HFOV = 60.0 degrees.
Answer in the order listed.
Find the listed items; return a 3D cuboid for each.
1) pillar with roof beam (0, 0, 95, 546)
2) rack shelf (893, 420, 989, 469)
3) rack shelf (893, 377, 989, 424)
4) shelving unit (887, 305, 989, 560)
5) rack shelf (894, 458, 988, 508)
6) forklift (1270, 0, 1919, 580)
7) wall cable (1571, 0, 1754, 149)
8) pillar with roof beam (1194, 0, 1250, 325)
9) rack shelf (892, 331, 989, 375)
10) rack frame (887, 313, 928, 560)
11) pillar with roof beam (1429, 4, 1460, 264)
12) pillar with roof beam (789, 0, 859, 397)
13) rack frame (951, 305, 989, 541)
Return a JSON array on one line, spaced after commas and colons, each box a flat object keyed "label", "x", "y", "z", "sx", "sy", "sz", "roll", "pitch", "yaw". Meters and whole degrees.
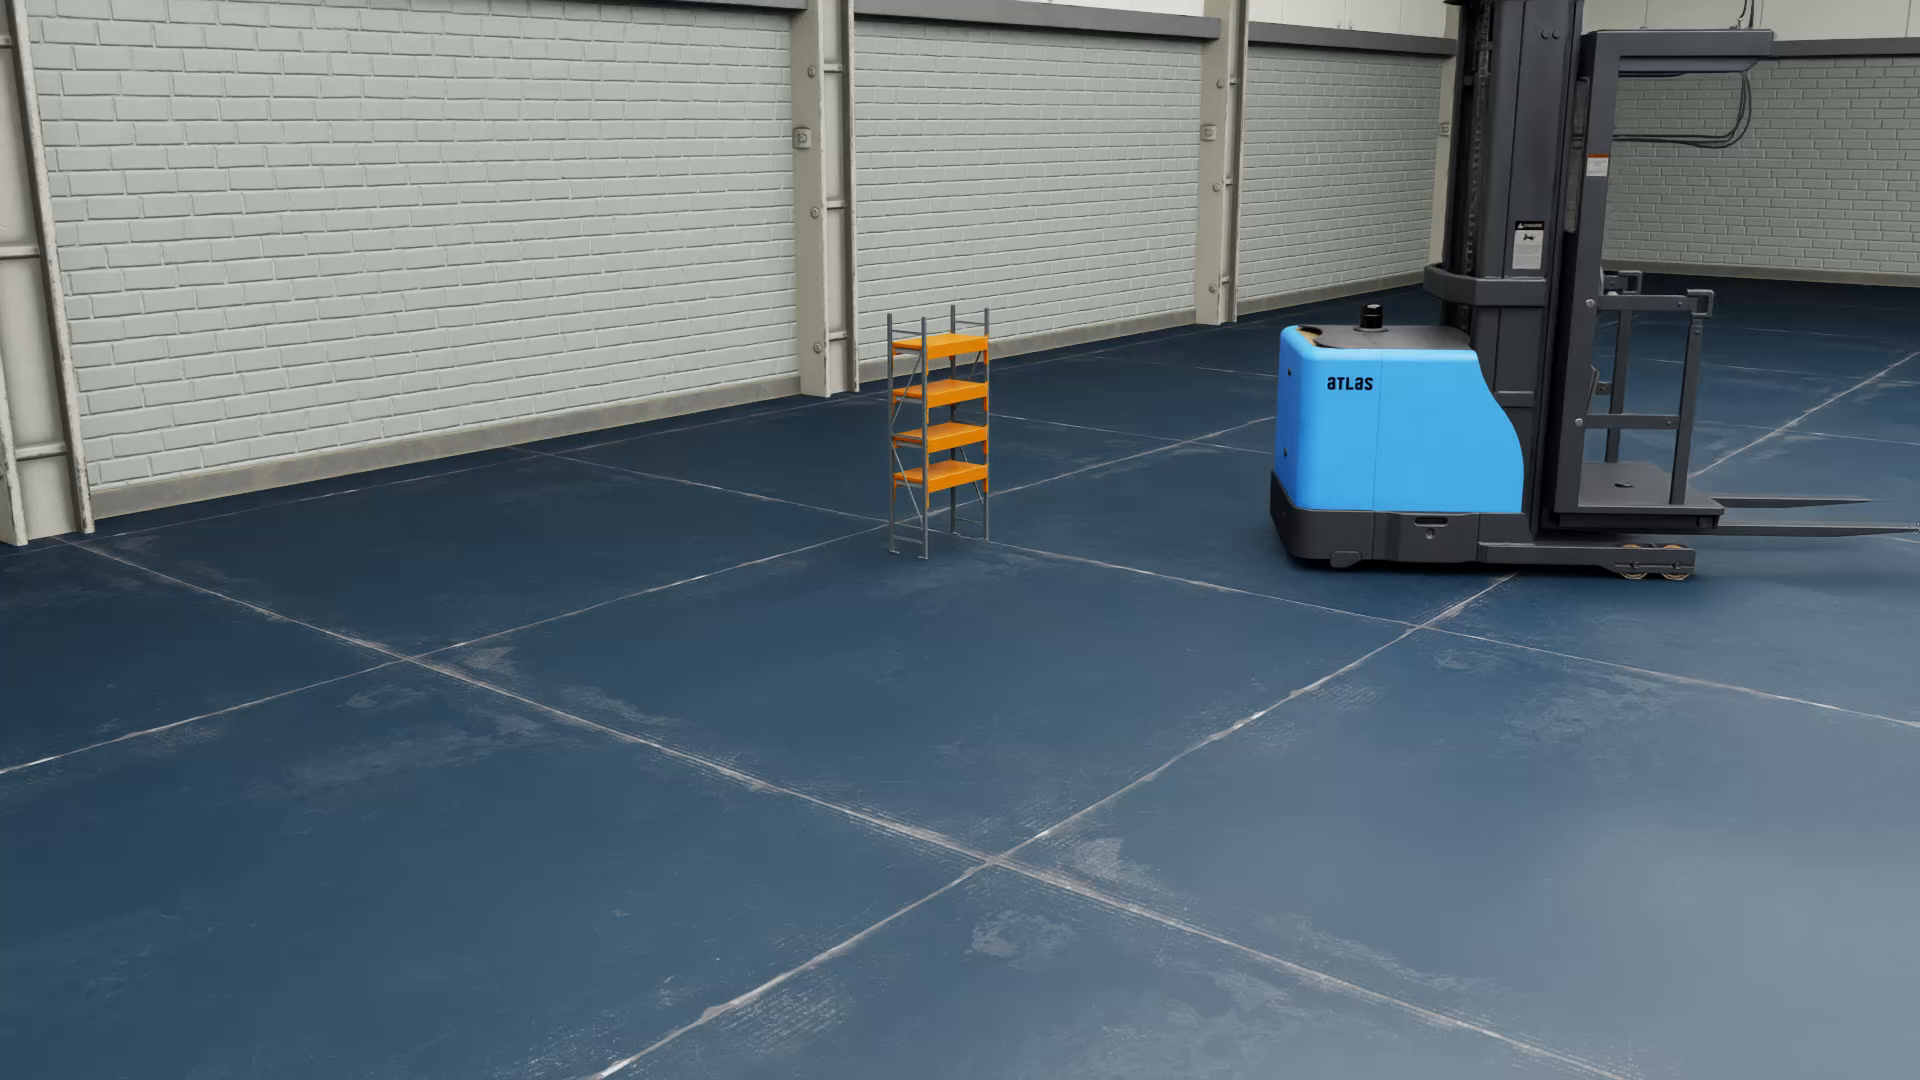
[{"label": "pillar with roof beam", "x": -1.468, "y": -3.726, "z": 5.012, "sx": 9.100, "sy": 9.000, "sz": 0.400, "roll": 11, "pitch": 18, "yaw": 38}, {"label": "rack shelf", "x": -0.104, "y": -0.485, "z": 8.367, "sx": 0.258, "sy": 0.148, "sz": 0.480, "roll": 11, "pitch": 18, "yaw": 38}, {"label": "rack shelf", "x": -0.104, "y": -0.701, "z": 8.312, "sx": 0.258, "sy": 0.148, "sz": 0.480, "roll": 11, "pitch": 18, "yaw": 38}, {"label": "shelving unit", "x": -0.104, "y": -0.550, "z": 8.350, "sx": 0.258, "sy": 1.200, "sz": 0.503, "roll": 11, "pitch": 18, "yaw": 38}, {"label": "rack shelf", "x": -0.104, "y": -0.292, "z": 8.416, "sx": 0.258, "sy": 0.148, "sz": 0.480, "roll": 11, "pitch": 18, "yaw": 38}, {"label": "forklift", "x": 3.139, "y": -1.365, "z": 8.043, "sx": 3.031, "sy": 2.935, "sz": 1.130, "roll": 1, "pitch": 14, "yaw": 4}, {"label": "wall cable", "x": 9.377, "y": -6.694, "z": 23.001, "sx": 3.097, "sy": 2.526, "sz": 0.112, "roll": 11, "pitch": 18, "yaw": 38}, {"label": "pillar with roof beam", "x": 6.074, "y": -6.024, "z": 14.058, "sx": 9.100, "sy": 9.000, "sz": 0.400, "roll": 11, "pitch": 18, "yaw": 38}, {"label": "rack shelf", "x": -0.104, "y": -0.931, "z": 8.254, "sx": 0.258, "sy": 0.148, "sz": 0.480, "roll": 11, "pitch": 18, "yaw": 38}, {"label": "rack frame", "x": -0.257, "y": -0.503, "z": 8.166, "sx": 0.240, "sy": 1.200, "sz": 0.015, "roll": 11, "pitch": 18, "yaw": 38}, {"label": "pillar with roof beam", "x": 9.845, "y": -7.173, "z": 18.581, "sx": 9.100, "sy": 9.000, "sz": 0.400, "roll": 11, "pitch": 18, "yaw": 38}, {"label": "pillar with roof beam", "x": 2.303, "y": -4.875, "z": 9.535, "sx": 9.100, "sy": 9.000, "sz": 0.400, "roll": 11, "pitch": 18, "yaw": 38}, {"label": "rack frame", "x": 0.049, "y": -0.597, "z": 8.534, "sx": 0.240, "sy": 1.200, "sz": 0.015, "roll": 11, "pitch": 18, "yaw": 38}]
